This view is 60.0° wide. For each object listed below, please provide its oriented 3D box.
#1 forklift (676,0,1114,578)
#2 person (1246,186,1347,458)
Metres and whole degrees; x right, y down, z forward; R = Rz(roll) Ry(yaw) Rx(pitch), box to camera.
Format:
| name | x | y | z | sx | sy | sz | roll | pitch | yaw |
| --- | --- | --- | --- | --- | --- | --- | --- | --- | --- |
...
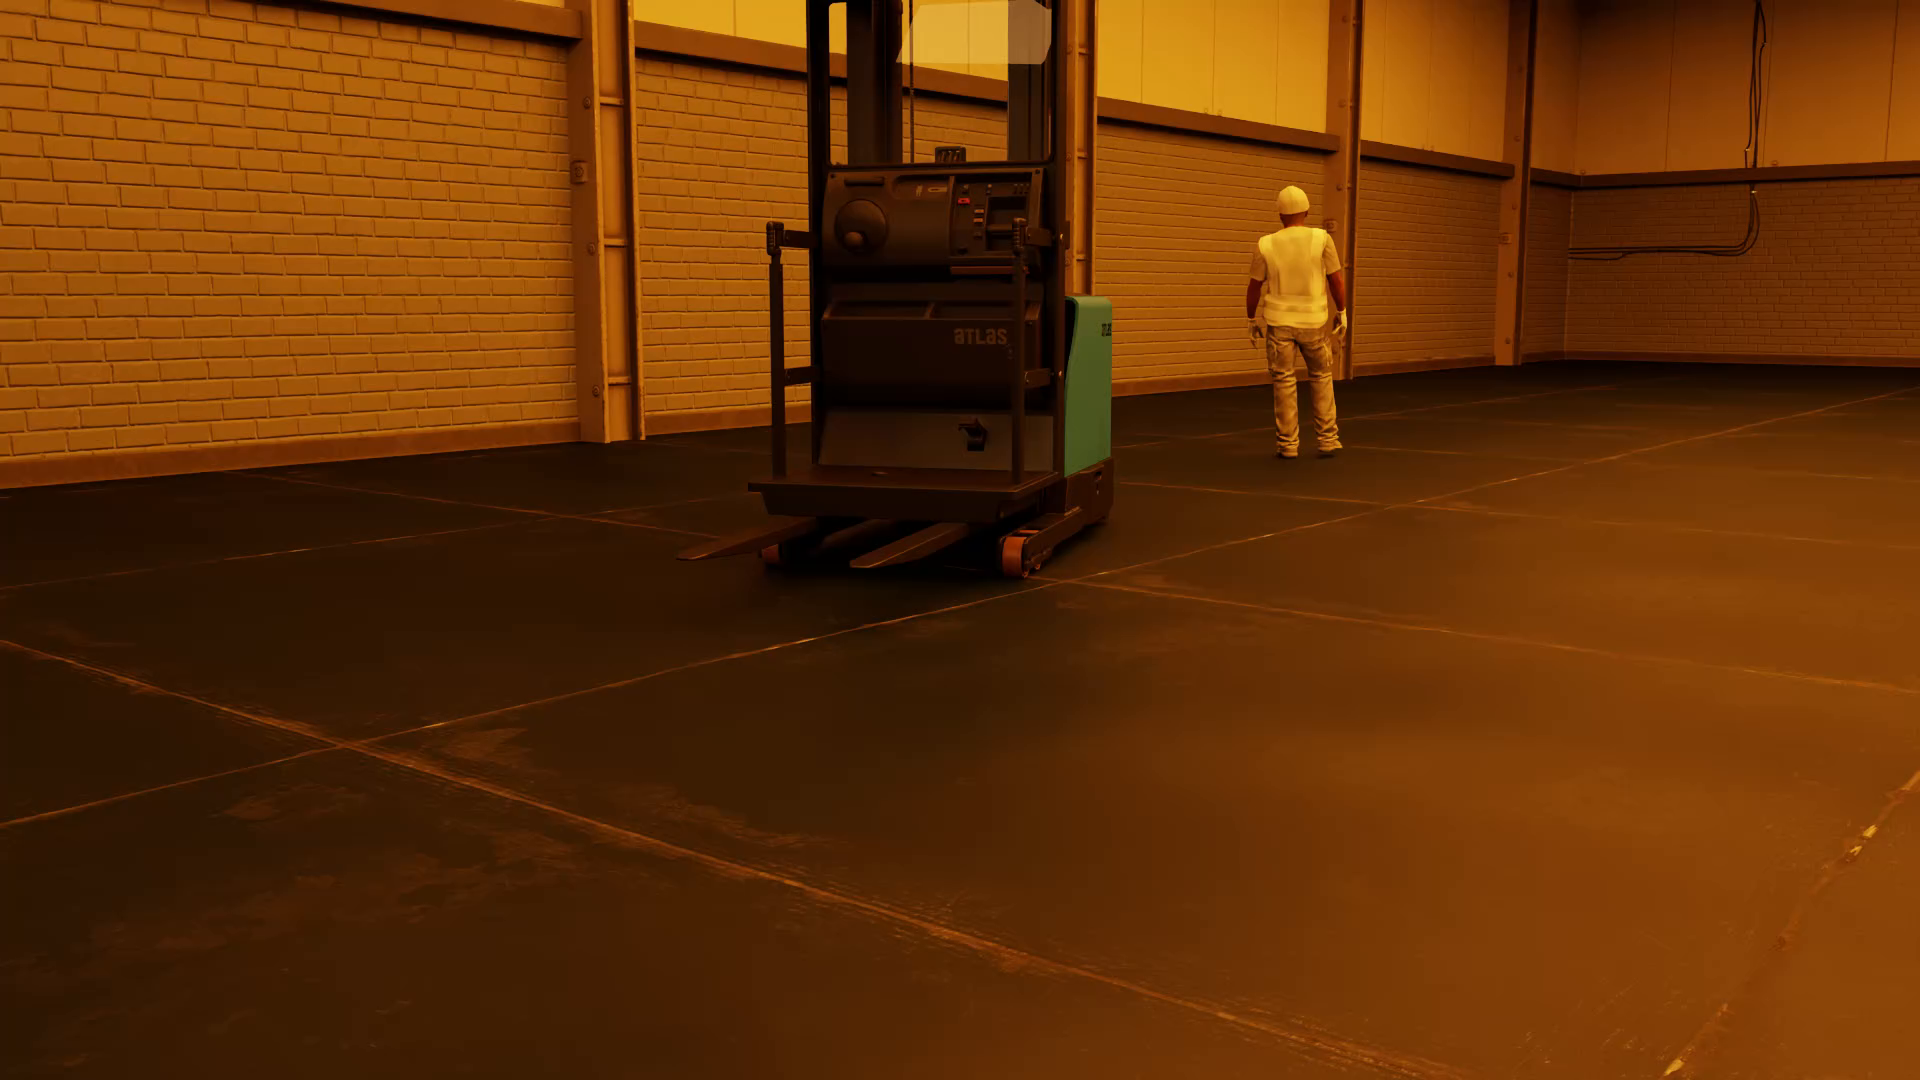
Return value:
| name | x | y | z | sx | sy | sz | roll | pitch | yaw |
| --- | --- | --- | --- | --- | --- | --- | --- | --- | --- |
| forklift | -0.176 | -1.366 | 6.616 | 1.130 | 2.935 | 3.031 | 3 | 9 | 17 |
| person | 2.248 | -1.448 | 11.100 | 0.656 | 1.778 | 0.590 | 2 | 9 | 14 |
